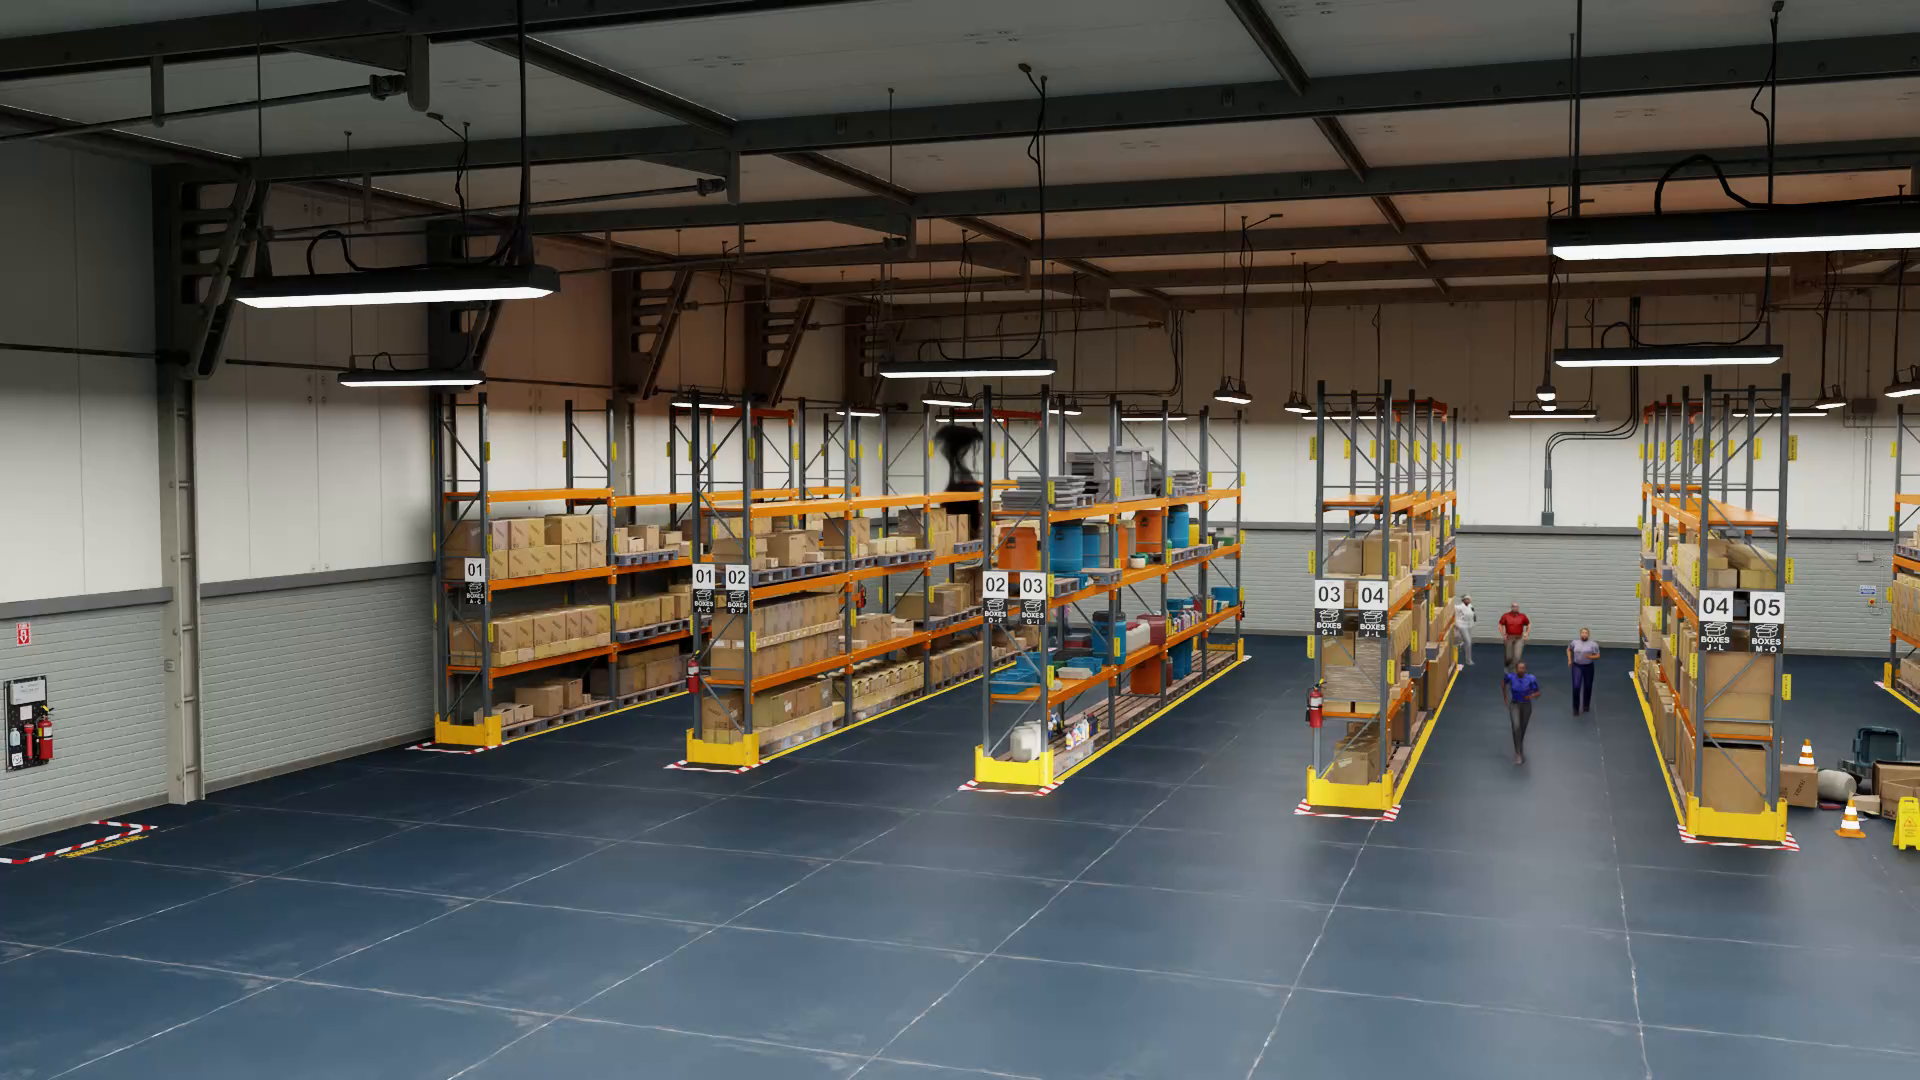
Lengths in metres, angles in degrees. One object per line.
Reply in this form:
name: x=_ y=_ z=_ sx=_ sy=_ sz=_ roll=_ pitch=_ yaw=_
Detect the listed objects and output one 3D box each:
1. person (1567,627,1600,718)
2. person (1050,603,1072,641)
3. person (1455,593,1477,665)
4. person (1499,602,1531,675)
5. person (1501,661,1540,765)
person: x=11.813 y=2.514 z=31.517 sx=0.577 sy=1.700 sz=0.761 roll=1 pitch=3 yaw=18
person: x=2.592 y=1.957 z=42.313 sx=0.869 sy=1.561 sz=0.601 roll=3 pitch=4 yaw=45
person: x=11.898 y=2.097 z=39.294 sx=0.618 sy=1.707 sz=0.790 roll=-2 pitch=4 yaw=-30
person: x=12.230 y=2.213 z=36.661 sx=0.685 sy=1.708 sz=0.631 roll=1 pitch=3 yaw=13
person: x=9.102 y=2.768 z=27.017 sx=0.579 sy=1.650 sz=1.016 roll=1 pitch=3 yaw=12
